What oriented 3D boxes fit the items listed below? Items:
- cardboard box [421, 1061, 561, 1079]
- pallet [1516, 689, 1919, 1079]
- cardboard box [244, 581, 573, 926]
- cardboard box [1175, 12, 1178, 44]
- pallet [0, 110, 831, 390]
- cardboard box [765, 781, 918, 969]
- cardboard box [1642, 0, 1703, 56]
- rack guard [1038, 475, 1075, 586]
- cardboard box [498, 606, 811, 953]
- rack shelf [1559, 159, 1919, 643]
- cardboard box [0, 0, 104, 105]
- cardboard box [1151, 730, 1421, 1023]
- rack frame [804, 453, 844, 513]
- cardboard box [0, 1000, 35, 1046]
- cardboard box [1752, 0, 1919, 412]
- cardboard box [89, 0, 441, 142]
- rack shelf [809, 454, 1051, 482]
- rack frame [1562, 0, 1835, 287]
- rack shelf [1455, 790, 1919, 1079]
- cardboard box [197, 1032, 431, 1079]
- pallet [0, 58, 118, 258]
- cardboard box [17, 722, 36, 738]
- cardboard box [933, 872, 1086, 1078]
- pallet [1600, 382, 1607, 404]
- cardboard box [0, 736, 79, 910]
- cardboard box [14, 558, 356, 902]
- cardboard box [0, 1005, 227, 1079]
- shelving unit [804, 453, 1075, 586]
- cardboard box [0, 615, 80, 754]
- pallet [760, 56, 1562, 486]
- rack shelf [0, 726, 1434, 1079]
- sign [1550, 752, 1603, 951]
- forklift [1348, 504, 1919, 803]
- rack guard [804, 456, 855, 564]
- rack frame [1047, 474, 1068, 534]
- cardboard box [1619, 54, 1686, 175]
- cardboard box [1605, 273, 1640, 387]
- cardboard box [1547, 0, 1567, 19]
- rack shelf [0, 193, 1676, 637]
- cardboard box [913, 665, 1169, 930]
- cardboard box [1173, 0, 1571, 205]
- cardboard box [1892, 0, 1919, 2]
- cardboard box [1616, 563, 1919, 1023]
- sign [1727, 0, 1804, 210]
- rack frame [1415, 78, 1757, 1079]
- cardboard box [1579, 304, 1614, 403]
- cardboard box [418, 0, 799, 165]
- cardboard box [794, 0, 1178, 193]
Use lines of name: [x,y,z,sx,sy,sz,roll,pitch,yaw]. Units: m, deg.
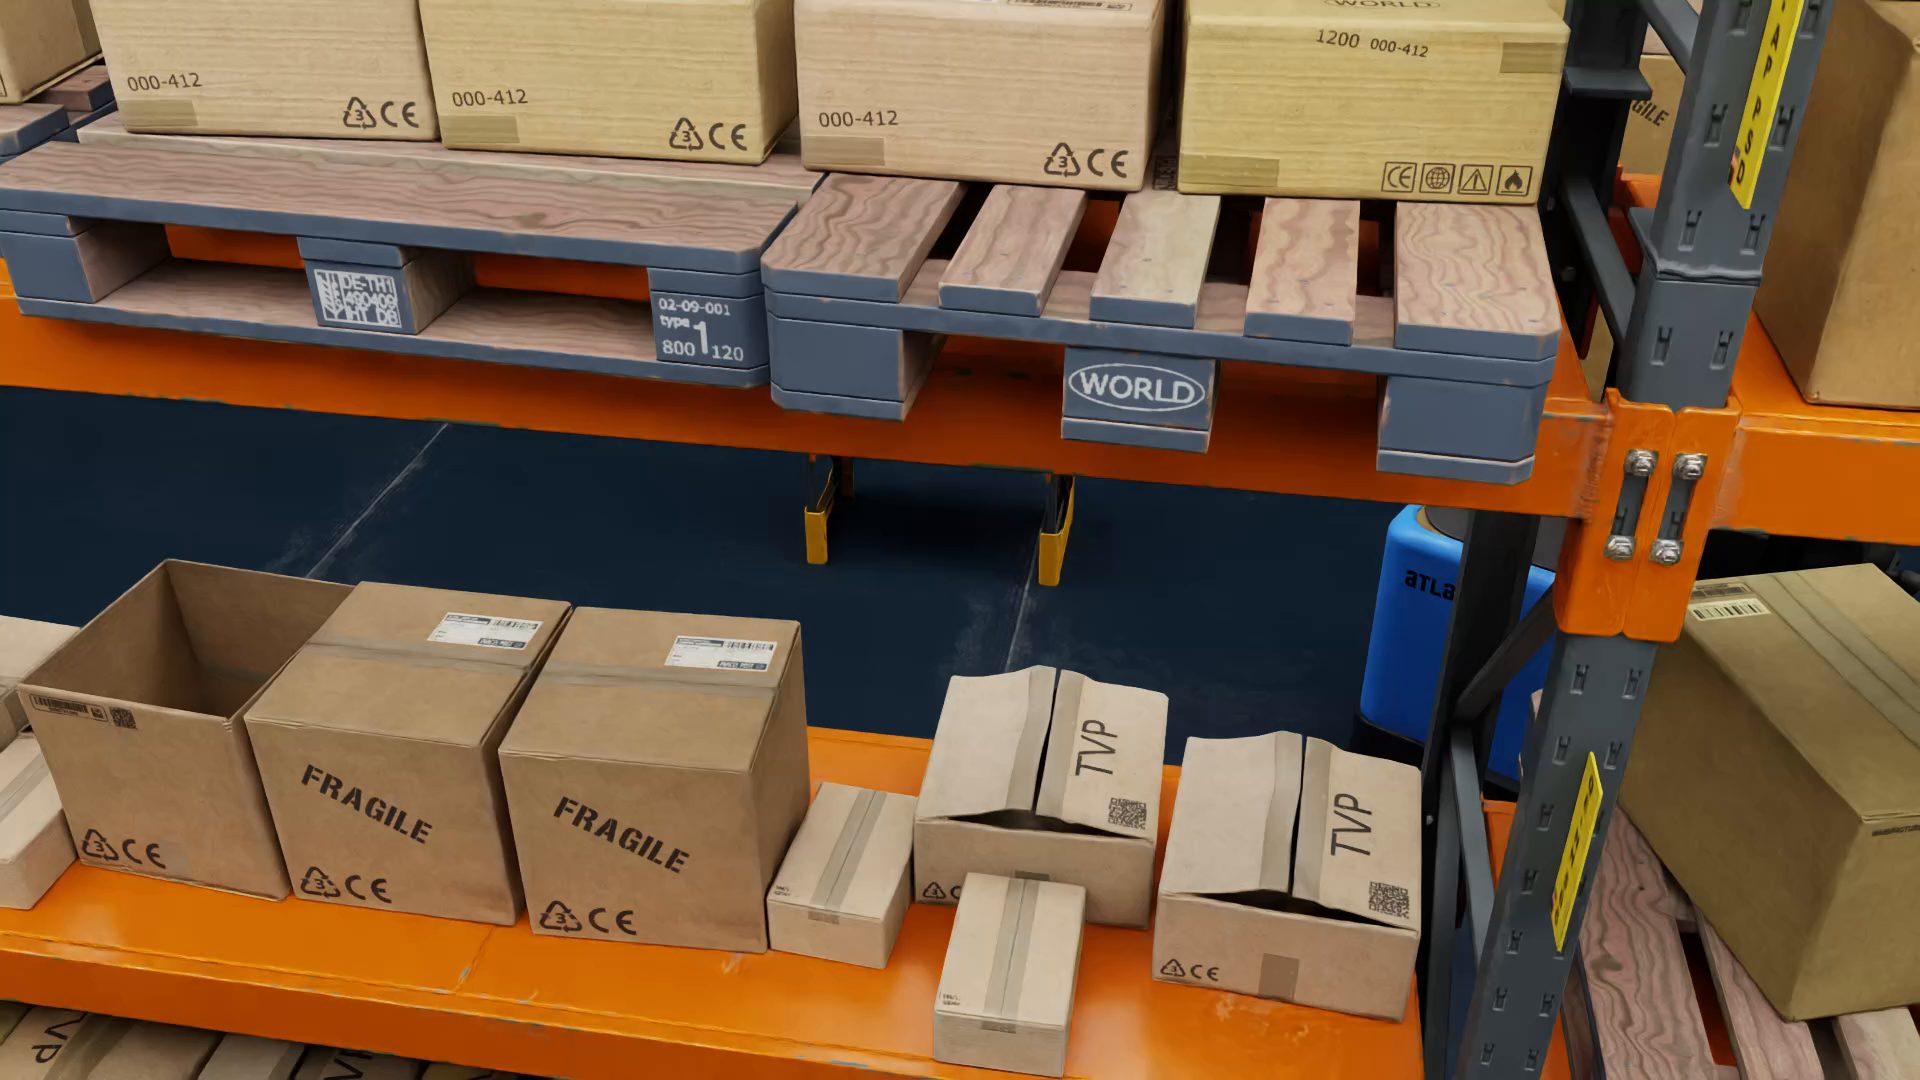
cardboard box: [-1.025,1.379,3.886,0.500,0.311,0.500,6,33,10]
pallet: [1.717,0.788,3.345,1.003,0.211,1.213,5,32,8]
cardboard box: [-1.139,0.452,3.606,0.500,0.500,0.500,5,32,8]
cardboard box: [0.846,-2.210,7.444,0.500,0.500,0.700,2,32,4]
pallet: [-0.750,-0.621,2.765,1.213,0.211,1.003,7,33,10]
cardboard box: [-0.230,0.705,3.533,0.250,0.149,0.380,8,33,12]
cardboard box: [2.801,-2.180,6.806,0.500,0.250,0.500,5,32,8]
rack guard: [0.416,-0.068,7.124,0.087,0.250,0.587,5,32,8]
cardboard box: [-0.620,0.499,3.531,0.500,0.500,0.500,3,32,6]
rack shelf: [3.008,-0.105,2.442,4.000,0.370,1.077,5,32,8]
cardboard box: [-1.758,-0.952,2.863,0.500,0.250,0.500,2,32,3]
cardboard box: [0.686,0.665,3.444,0.500,0.311,0.500,7,33,11]
rack frame: [-0.585,-0.689,6.937,0.032,1.500,0.500,5,32,8]
cardboard box: [-2.541,1.243,4.104,0.500,0.311,0.500,5,32,8]
cardboard box: [1.473,-0.610,2.475,0.500,0.500,0.910,5,32,8]
cardboard box: [-1.032,-0.857,2.711,0.500,0.250,0.500,3,32,4]
rack shelf: [-0.084,-0.491,6.960,1.000,0.185,0.538,5,32,8]
rack frame: [1.037,-1.860,1.740,0.127,3.000,1.000,5,32,8]
rack shelf: [3.008,1.166,3.237,4.000,0.370,1.077,5,32,8]
cardboard box: [-1.538,1.336,3.956,0.500,0.311,0.500,4,32,7]
pallet: [-2.034,-0.793,3.042,1.217,0.209,0.805,4,32,6]
cardboard box: [-2.008,0.365,3.966,0.258,0.266,0.396,4,32,7]
cardboard box: [0.104,0.854,3.296,0.250,0.149,0.380,5,32,8]
pallet: [2.631,-0.616,8.036,1.213,0.211,1.003,5,32,8]
cardboard box: [-2.067,0.618,3.672,0.250,0.149,0.380,5,32,8]
cardboard box: [-1.632,0.408,3.677,0.500,0.500,0.500,7,33,12]
cardboard box: [-2.048,1.290,4.029,0.500,0.311,0.500,5,32,8]
shelving unit: [-0.075,-0.643,6.863,1.083,1.500,0.587,5,32,8]
cardboard box: [-2.413,0.411,3.908,0.500,0.250,0.500,7,33,11]
pallet: [0.353,-0.522,2.608,1.003,0.211,1.213,7,33,10]
rack shelf: [-0.935,0.809,3.808,4.000,0.370,1.077,5,32,8]
sign: [0.947,0.483,2.560,0.005,0.325,0.100,5,32,8]
forklift: [2.850,-0.126,4.689,3.031,2.935,1.130,21,38,30]
rack guard: [-0.566,-0.157,7.266,0.087,0.250,0.587,5,32,8]
rack frame: [0.417,-0.598,6.792,0.032,1.500,0.500,5,32,8]
cardboard box: [2.817,-1.856,6.995,0.500,0.500,0.500,6,33,10]
cardboard box: [3.432,-0.959,7.586,0.750,0.750,0.750,5,32,8]
cardboard box: [2.299,-2.225,6.877,0.500,0.250,0.500,6,33,9]
rack shelf: [-0.935,-0.462,3.012,4.000,0.370,1.077,5,32,8]
cardboard box: [0.188,0.540,3.645,0.500,0.311,0.500,5,32,8]
cardboard box: [0.580,-0.714,2.482,0.500,0.250,0.500,3,32,5]
cardboard box: [1.466,-1.013,2.177,0.500,0.500,0.500,5,32,8]
cardboard box: [1.677,0.460,3.198,0.500,0.500,0.700,-5,32,-8]
sign: [0.935,-0.552,1.915,0.005,0.325,0.100,5,32,8]
rack frame: [1.037,0.683,3.332,0.127,3.000,1.000,5,32,8]
cardboard box: [2.569,-1.041,7.716,0.750,0.750,0.750,5,32,8]
cardboard box: [-0.502,-0.808,2.633,0.500,0.250,0.500,5,32,7]
cardboard box: [0.060,-0.751,2.542,0.500,0.250,0.500,6,33,10]
